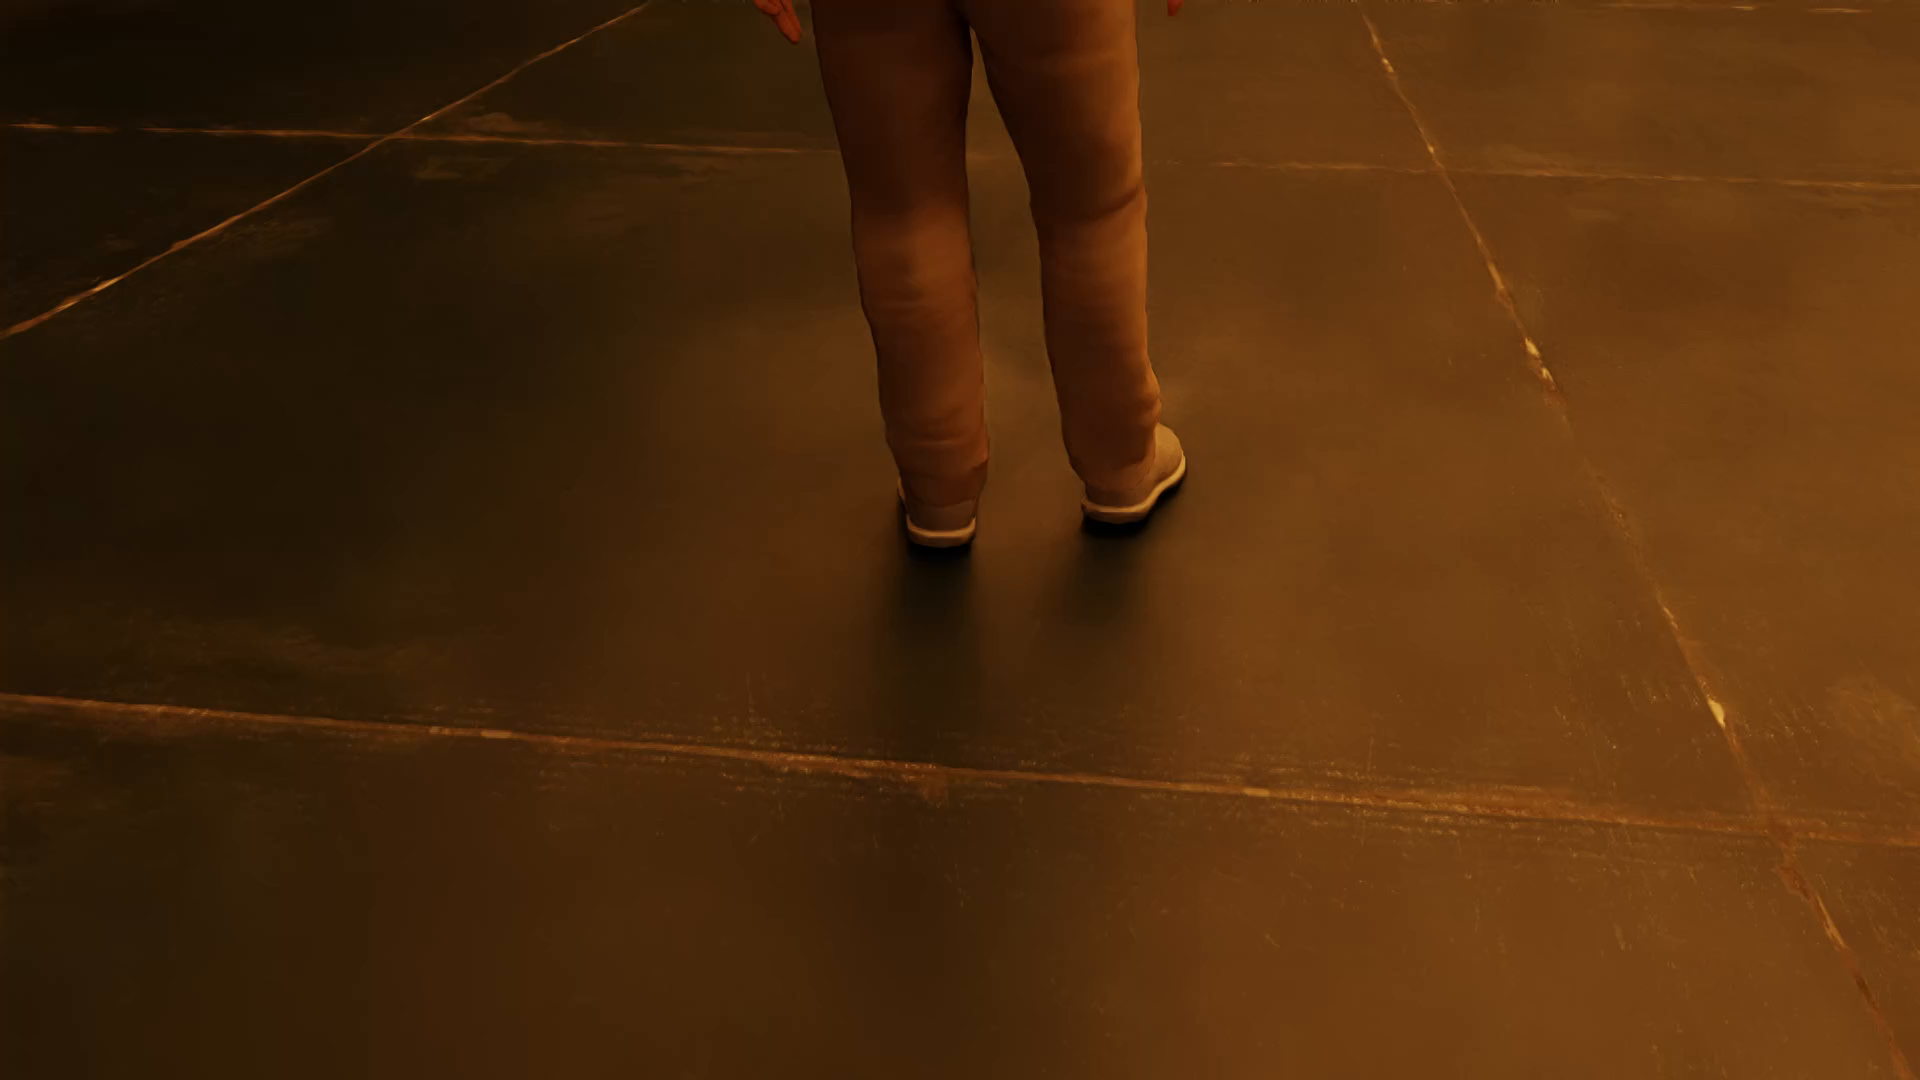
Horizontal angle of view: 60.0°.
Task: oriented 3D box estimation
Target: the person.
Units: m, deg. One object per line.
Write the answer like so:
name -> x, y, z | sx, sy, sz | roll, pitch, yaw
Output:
person -> 0.024, -0.819, 2.189 | 0.640, 1.727, 0.550 | 3, 27, 7
